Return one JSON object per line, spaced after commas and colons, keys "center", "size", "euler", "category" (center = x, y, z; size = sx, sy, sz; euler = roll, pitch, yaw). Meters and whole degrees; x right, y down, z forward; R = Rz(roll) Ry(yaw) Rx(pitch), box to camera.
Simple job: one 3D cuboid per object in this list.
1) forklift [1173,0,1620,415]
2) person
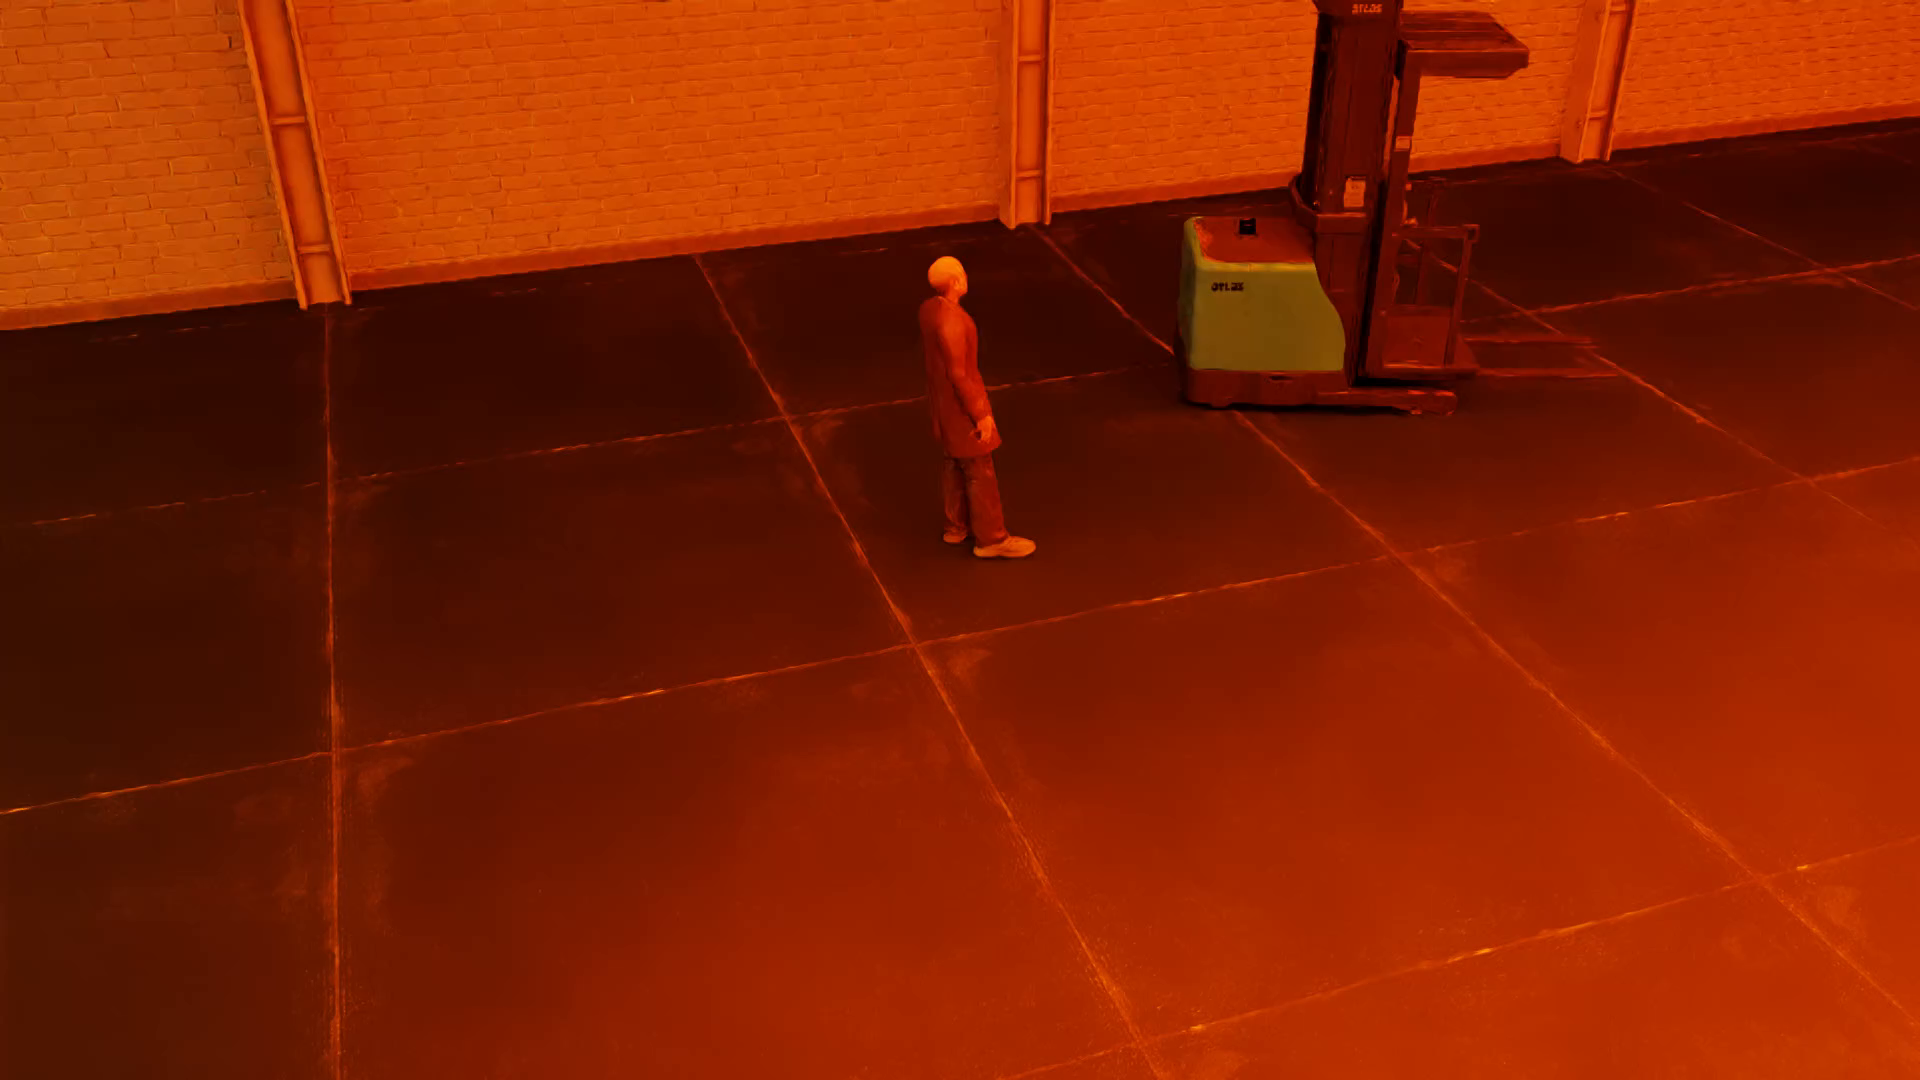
{"center": [3.092, -2.411, 11.277], "size": [3.031, 2.935, 1.130], "euler": [1, 30, 1], "category": "forklift"}
{"center": [0.088, -0.789, 9.600], "size": [0.580, 1.776, 0.694], "euler": [-10, 31, -16], "category": "person"}
